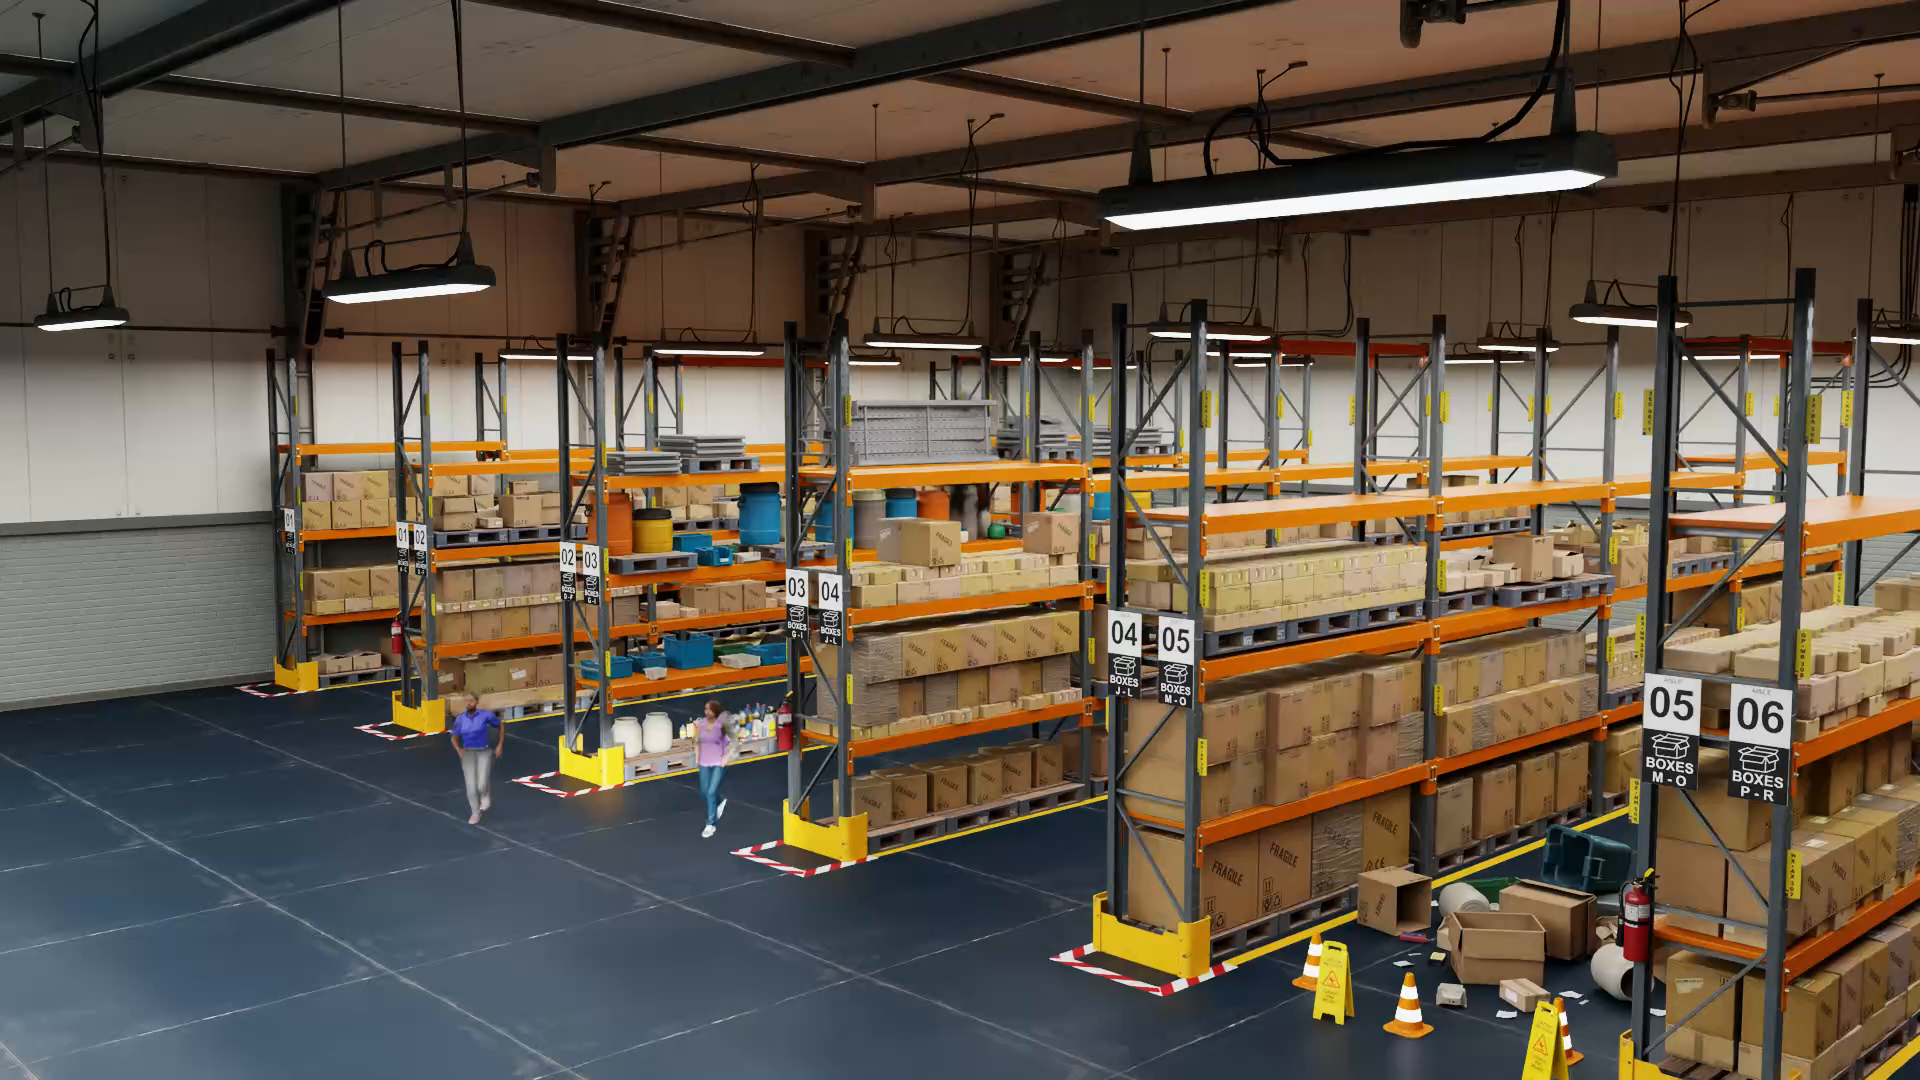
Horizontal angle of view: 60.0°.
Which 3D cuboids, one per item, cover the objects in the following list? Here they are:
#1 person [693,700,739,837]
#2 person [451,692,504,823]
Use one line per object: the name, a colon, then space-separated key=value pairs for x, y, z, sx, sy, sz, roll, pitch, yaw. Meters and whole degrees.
person: x=-2.900 y=2.677 z=19.780 sx=0.566 sy=1.593 sz=0.669 roll=2 pitch=5 yaw=18
person: x=-5.832 y=2.641 z=20.064 sx=0.601 sy=1.599 sz=0.615 roll=0 pitch=5 yaw=-4
